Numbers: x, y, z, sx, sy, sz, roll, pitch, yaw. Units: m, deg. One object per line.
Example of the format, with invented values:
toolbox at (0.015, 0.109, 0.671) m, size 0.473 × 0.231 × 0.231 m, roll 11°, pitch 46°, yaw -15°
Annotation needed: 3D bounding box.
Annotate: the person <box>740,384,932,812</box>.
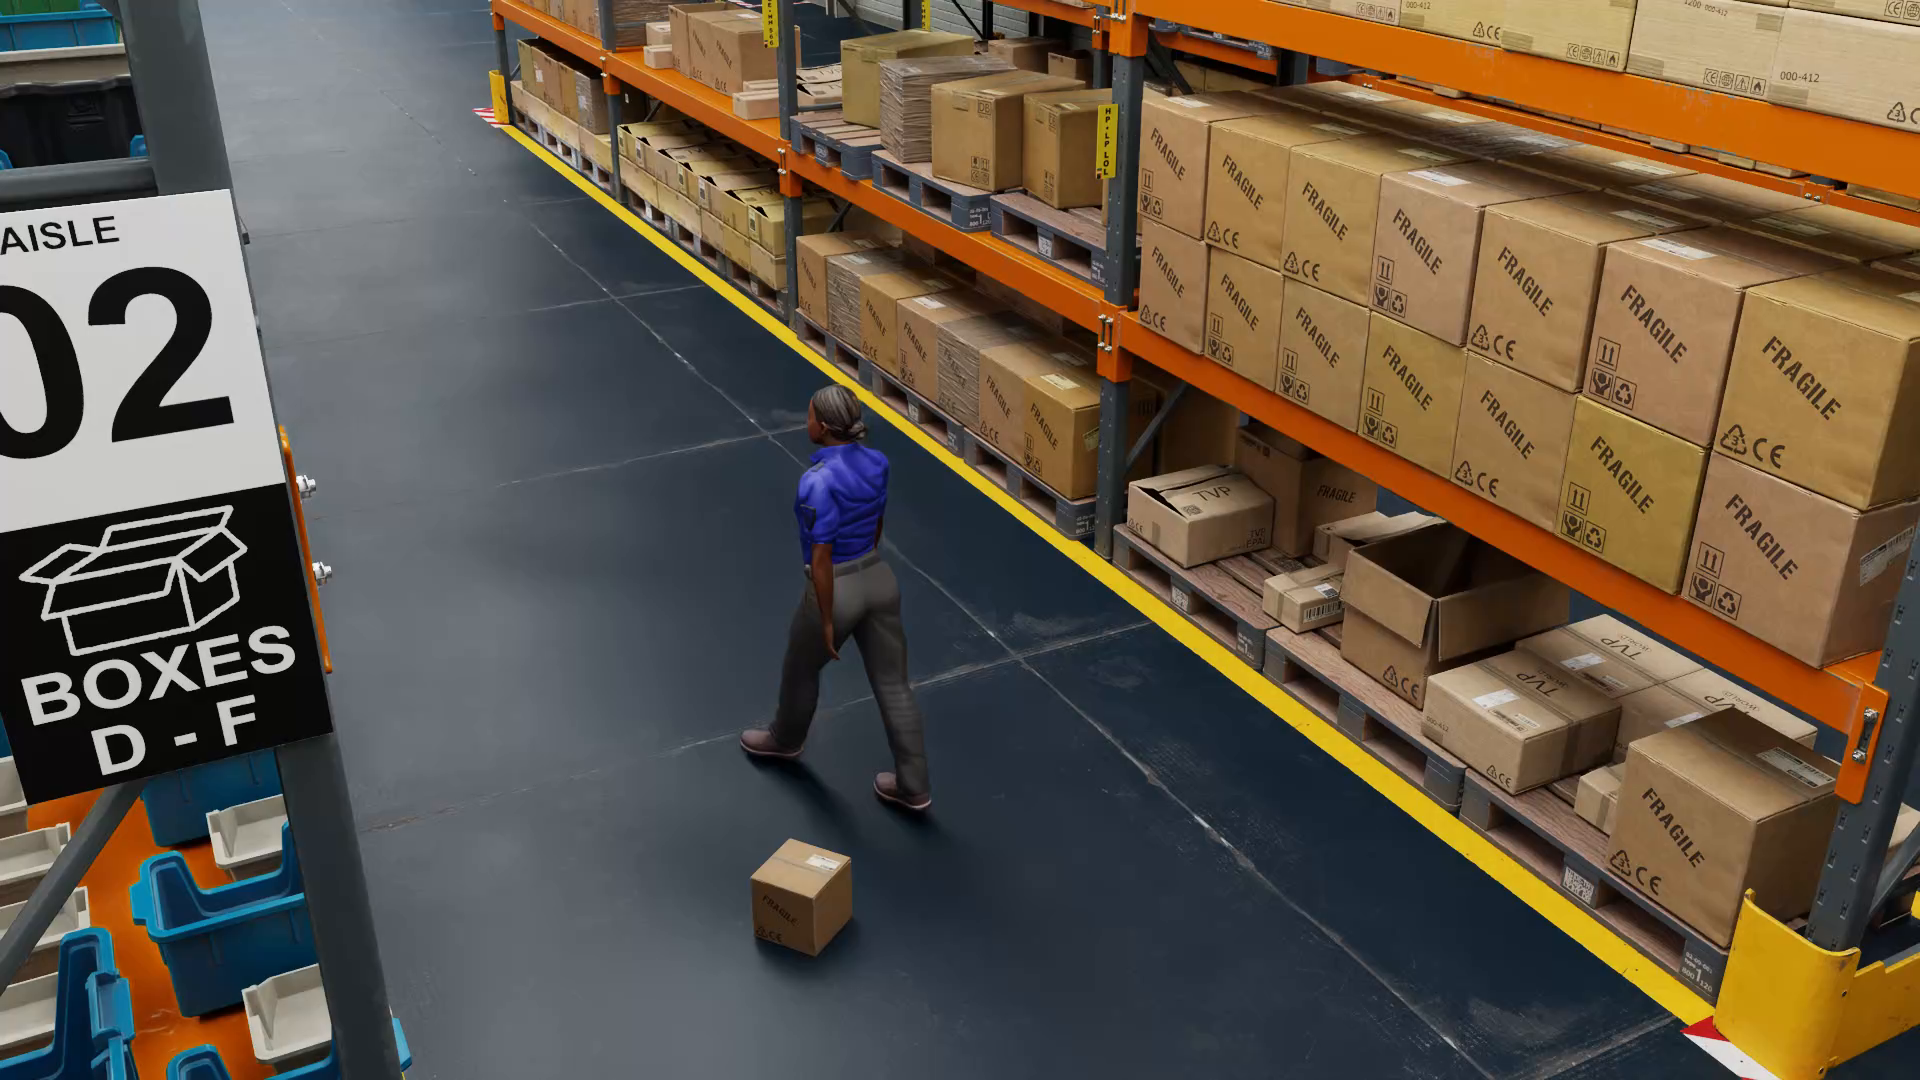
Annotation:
person at (-0.449, 0.184, 6.216) m, size 0.443 × 1.608 × 0.906 m, roll -21°, pitch 33°, yaw -37°
